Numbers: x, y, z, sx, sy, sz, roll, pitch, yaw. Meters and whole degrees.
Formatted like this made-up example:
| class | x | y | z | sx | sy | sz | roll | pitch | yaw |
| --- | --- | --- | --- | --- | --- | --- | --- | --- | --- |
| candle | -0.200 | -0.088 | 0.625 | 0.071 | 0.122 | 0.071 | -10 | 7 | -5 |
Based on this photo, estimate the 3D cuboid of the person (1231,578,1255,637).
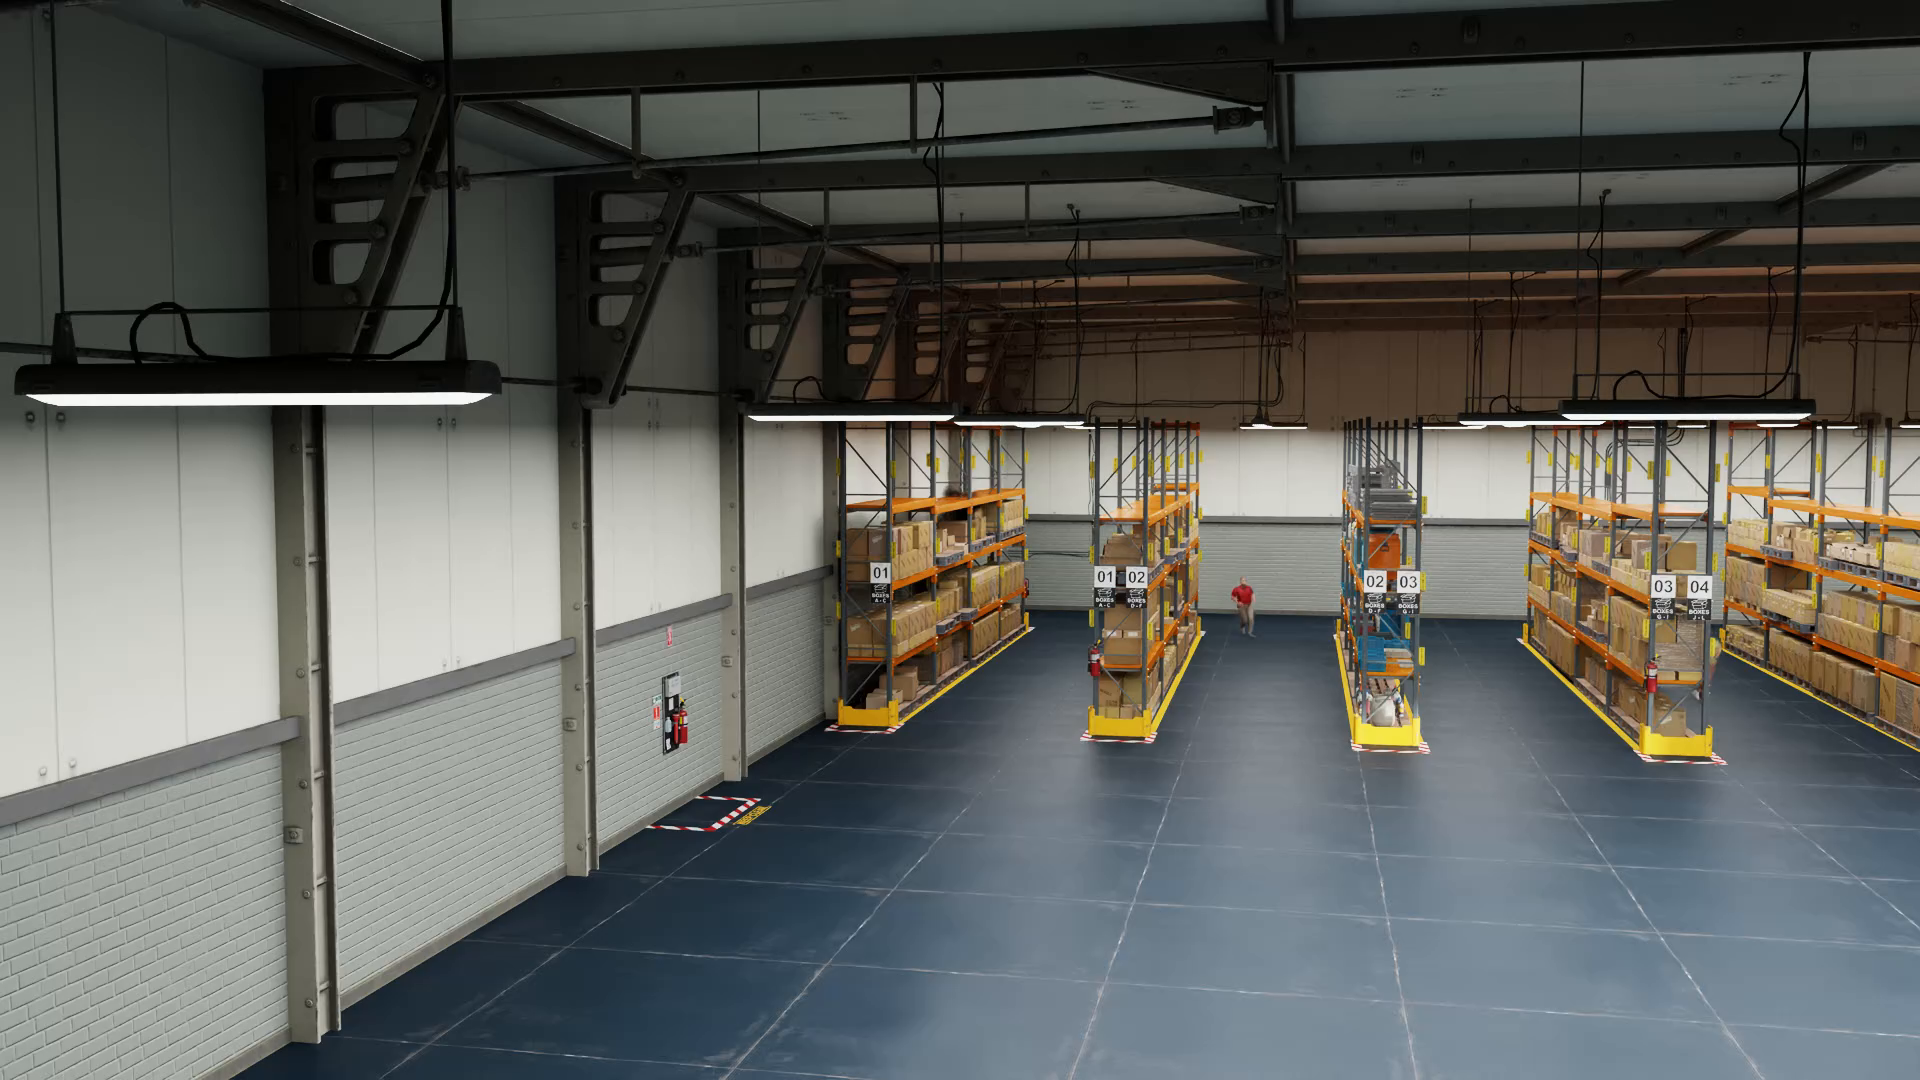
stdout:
| class | x | y | z | sx | sy | sz | roll | pitch | yaw |
| --- | --- | --- | --- | --- | --- | --- | --- | --- | --- |
| person | 7.939 | 1.879 | 46.498 | 0.688 | 1.658 | 0.656 | -1 | 4 | -15 |

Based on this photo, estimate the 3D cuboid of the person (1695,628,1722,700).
| class | x | y | z | sx | sy | sz | roll | pitch | yaw |
| --- | --- | --- | --- | --- | --- | --- | --- | --- | --- |
| person | 15.822 | 2.621 | 35.169 | 0.564 | 1.637 | 0.537 | 1 | 4 | 8 |

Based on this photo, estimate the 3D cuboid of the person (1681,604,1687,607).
| class | x | y | z | sx | sy | sz | roll | pitch | yaw |
| --- | --- | --- | --- | --- | --- | --- | --- | --- | --- |
| person | 18.328 | 2.106 | 41.508 | 0.713 | 1.774 | 1.003 | 1 | 4 | 19 |
